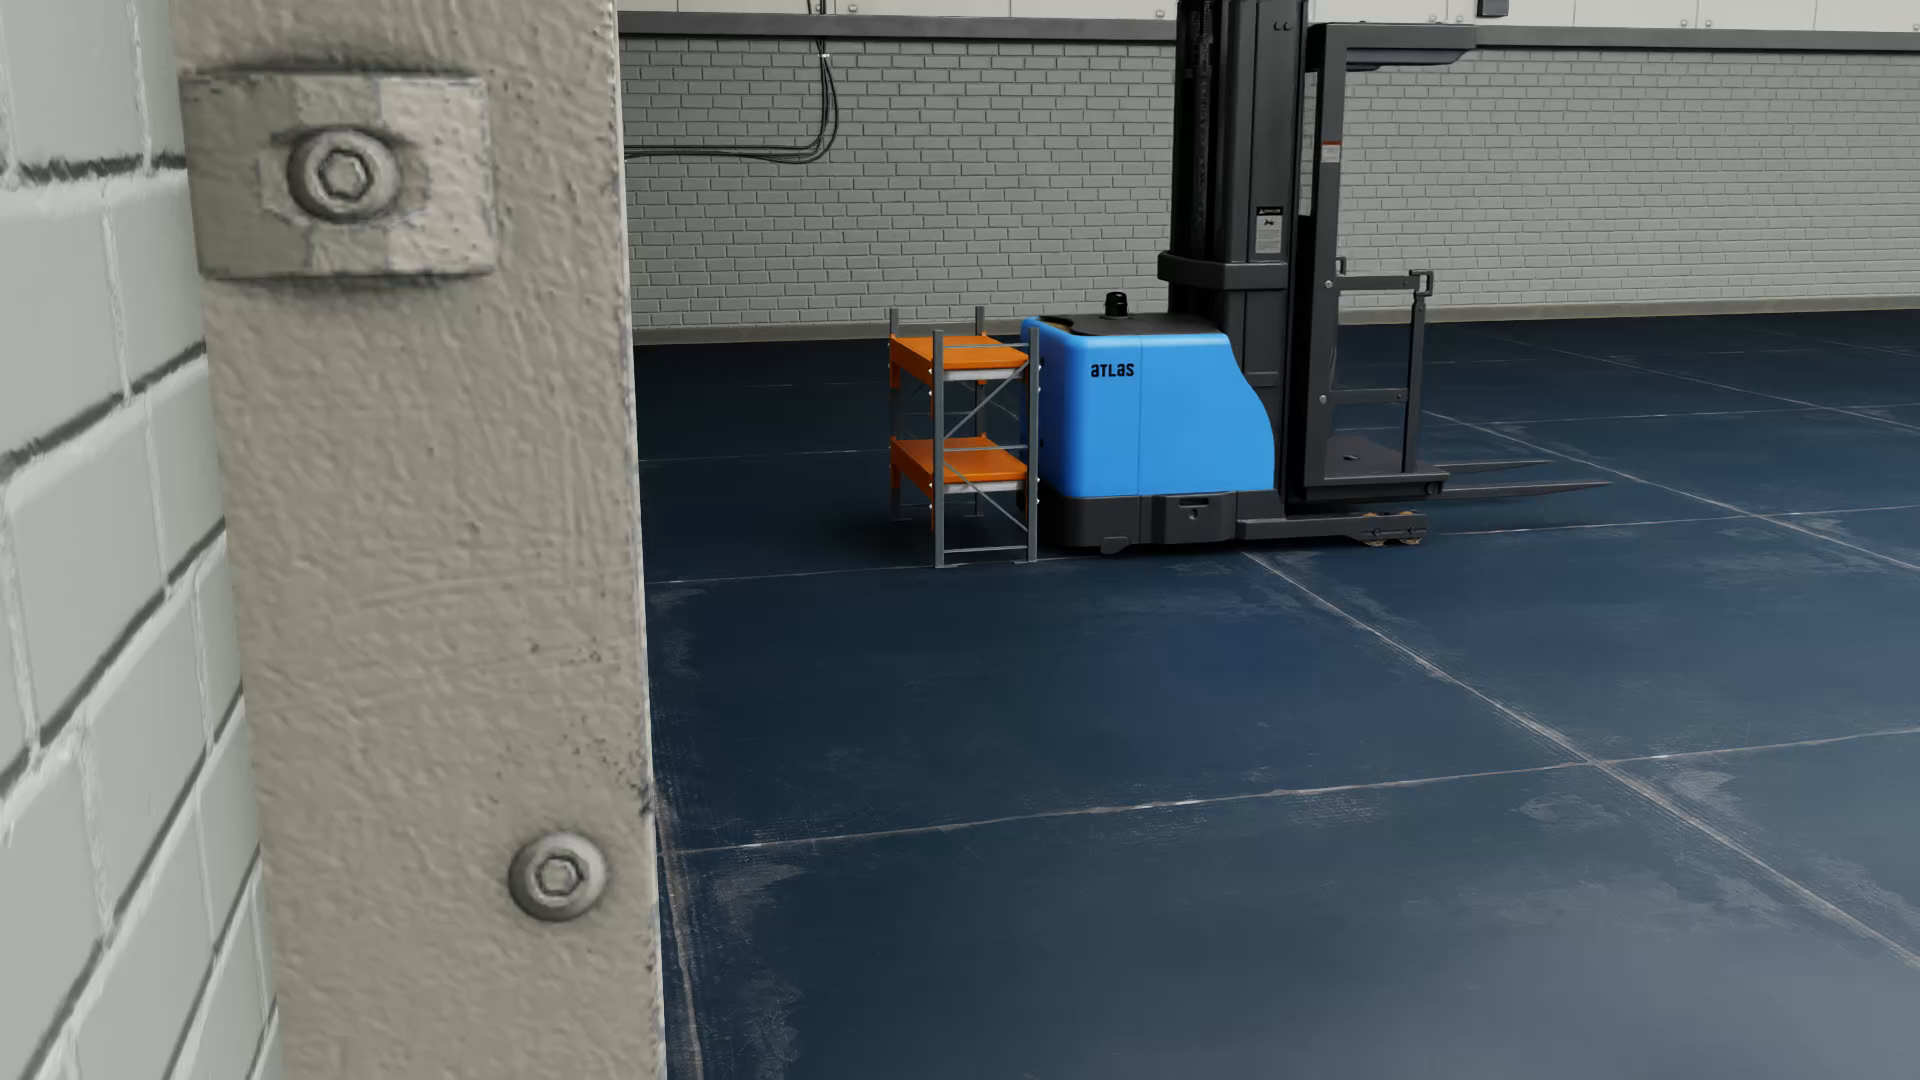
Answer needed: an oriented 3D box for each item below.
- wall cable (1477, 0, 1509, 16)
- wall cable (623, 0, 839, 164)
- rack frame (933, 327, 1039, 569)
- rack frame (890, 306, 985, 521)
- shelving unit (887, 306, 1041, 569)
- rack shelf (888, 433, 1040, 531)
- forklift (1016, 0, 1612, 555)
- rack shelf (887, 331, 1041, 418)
[{"bbox_3d":[6.562,-8.464,16.944,2.305,6.003,0.169,-3,14,-13],"label":"wall cable"},{"bbox_3d":[-2.670,-4.778,15.565,3.097,2.526,0.112,-3,14,-13],"label":"wall cable"},{"bbox_3d":[0.121,-0.428,7.807,0.500,1.125,0.032,-3,14,-13],"label":"rack frame"},{"bbox_3d":[-0.118,-0.662,8.767,0.500,1.125,0.032,-3,14,-13],"label":"rack frame"},{"bbox_3d":[0.002,-0.545,8.287,0.538,1.125,1.048,-3,14,-13],"label":"shelving unit"},{"bbox_3d":[0.002,-0.307,8.345,0.538,0.278,1.000,-3,14,-13],"label":"rack shelf"},{"bbox_3d":[1.871,-1.510,8.432,3.031,2.935,1.130,-3,14,-12],"label":"forklift"},{"bbox_3d":[0.002,-0.829,8.218,0.538,0.278,1.000,-3,14,-13],"label":"rack shelf"}]
